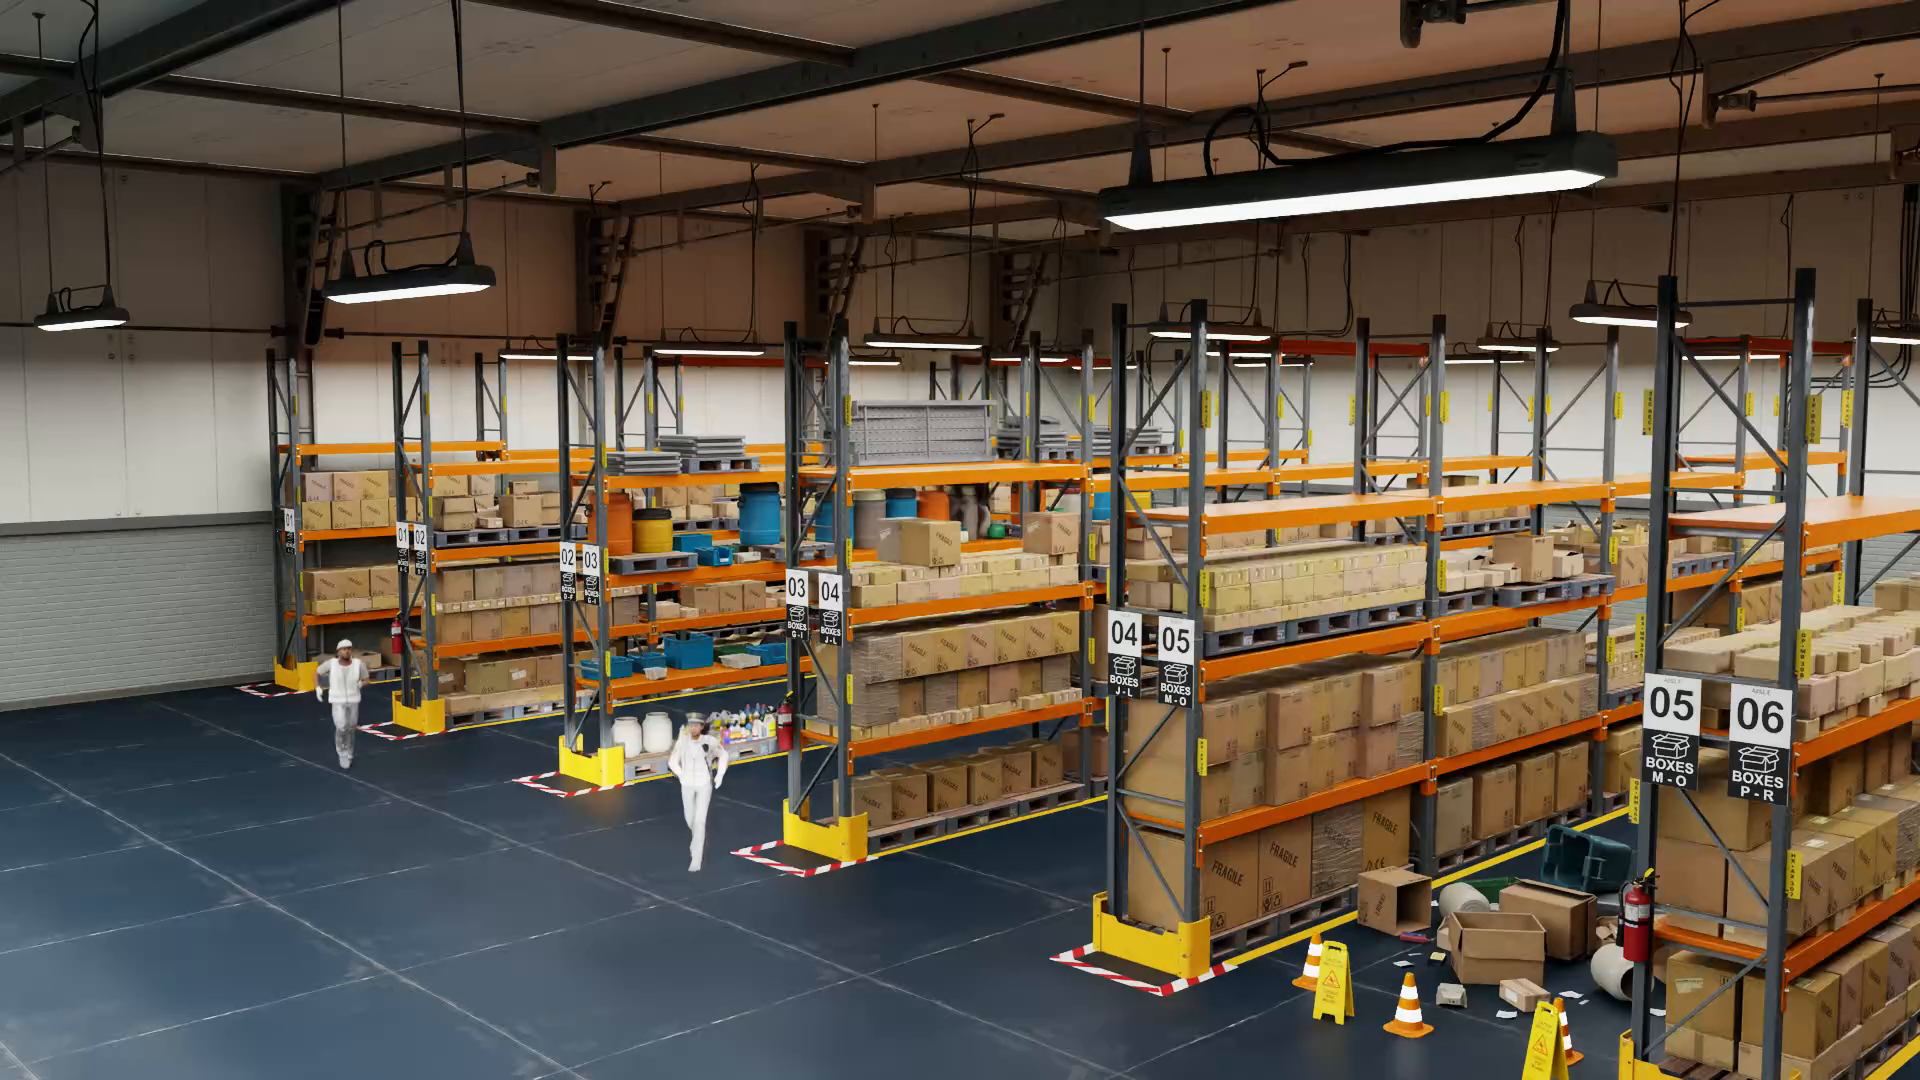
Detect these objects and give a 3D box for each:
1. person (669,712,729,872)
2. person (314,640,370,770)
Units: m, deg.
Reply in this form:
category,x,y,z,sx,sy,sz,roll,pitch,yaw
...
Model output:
category,x,y,z,sx,sy,sz,roll,pitch,yaw
person,-2.901,2.731,18.428,0.638,1.714,0.818,0,5,4
person,-8.575,2.274,23.149,0.697,1.791,0.823,-3,6,-32
